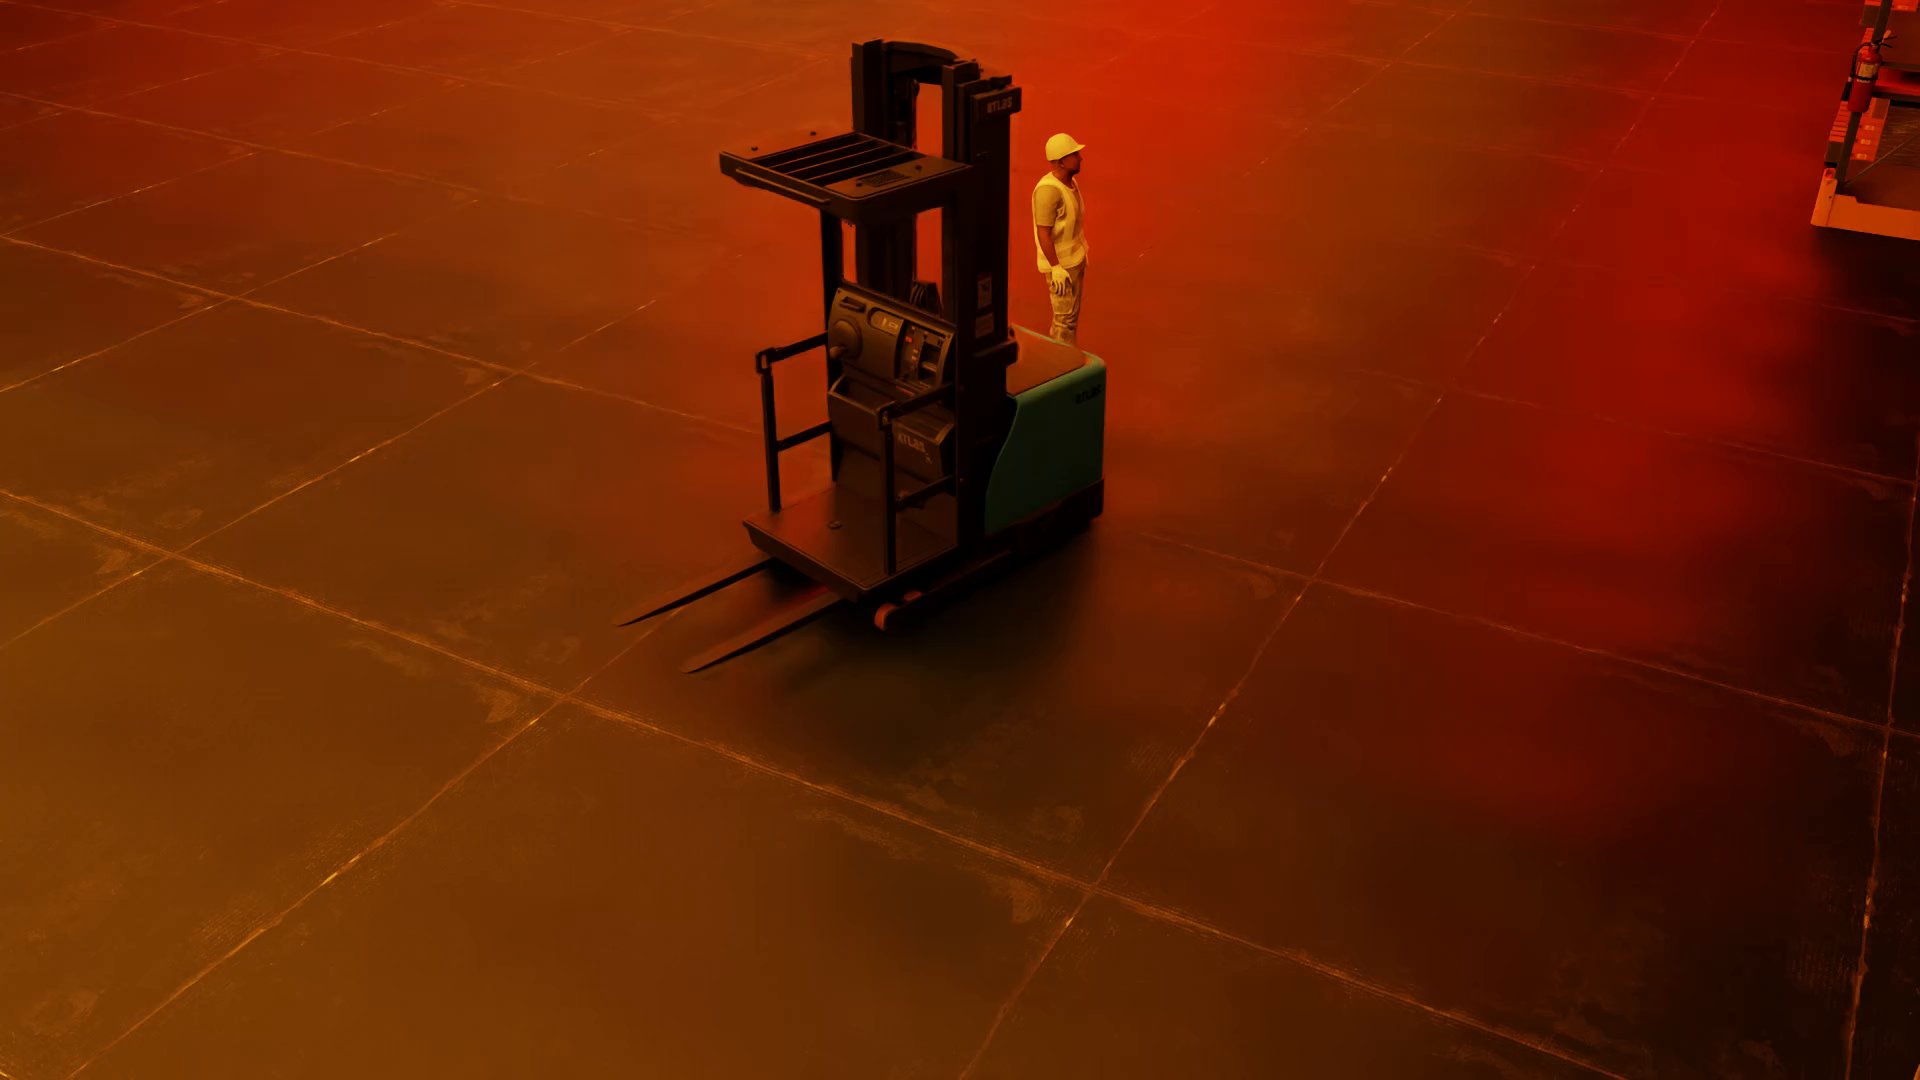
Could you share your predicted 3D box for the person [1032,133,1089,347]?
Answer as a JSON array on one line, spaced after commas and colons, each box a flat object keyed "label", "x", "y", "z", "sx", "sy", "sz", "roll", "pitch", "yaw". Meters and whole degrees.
[{"label": "person", "x": 0.793, "y": -1.908, "z": 11.511, "sx": 0.579, "sy": 1.781, "sz": 0.656, "roll": 9, "pitch": 31, "yaw": 15}]

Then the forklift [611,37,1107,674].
[{"label": "forklift", "x": -0.532, "y": -1.050, "z": 8.891, "sx": 3.031, "sy": 2.935, "sz": 1.130, "roll": -26, "pitch": 39, "yaw": -37}]
